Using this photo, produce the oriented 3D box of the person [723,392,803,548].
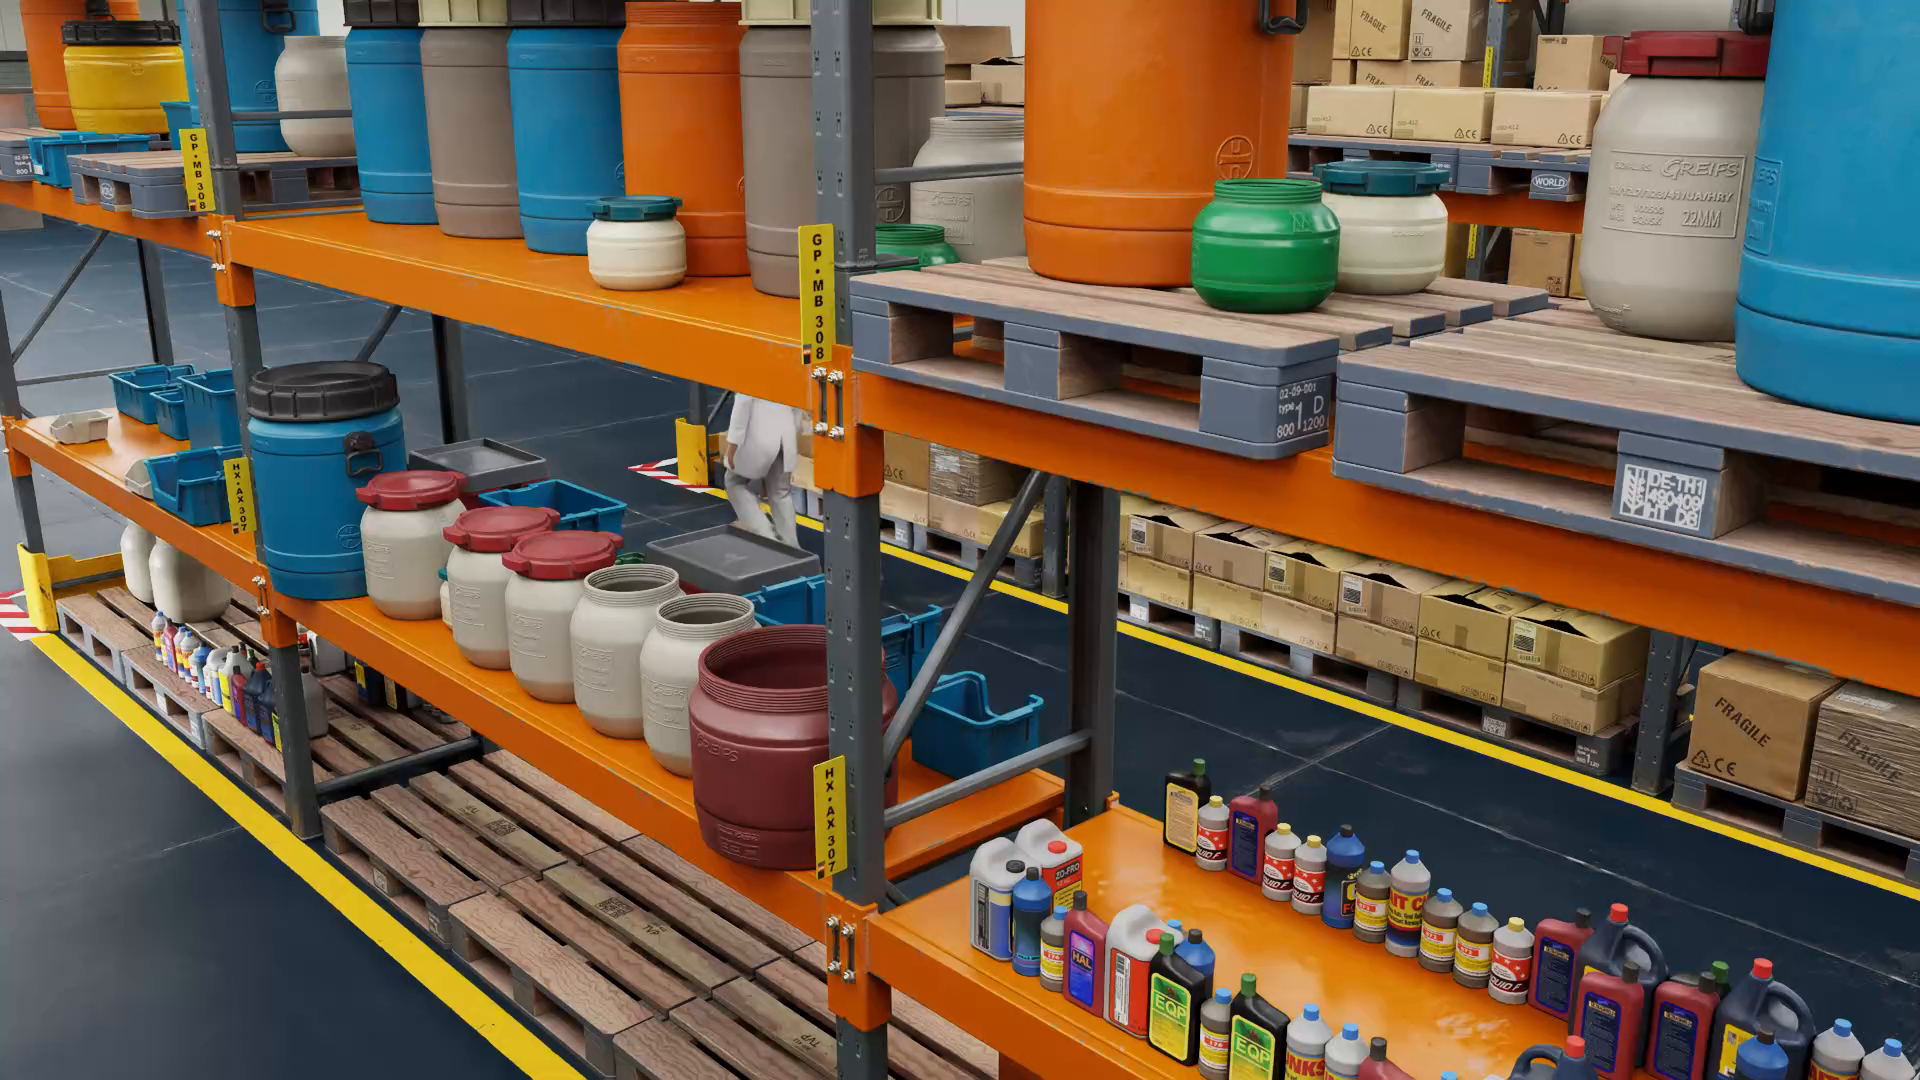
[{"bbox_3d":[-1.312,-0.659,11.203,0.685,1.805,0.558,-16,23,-42],"label":"person"}]
